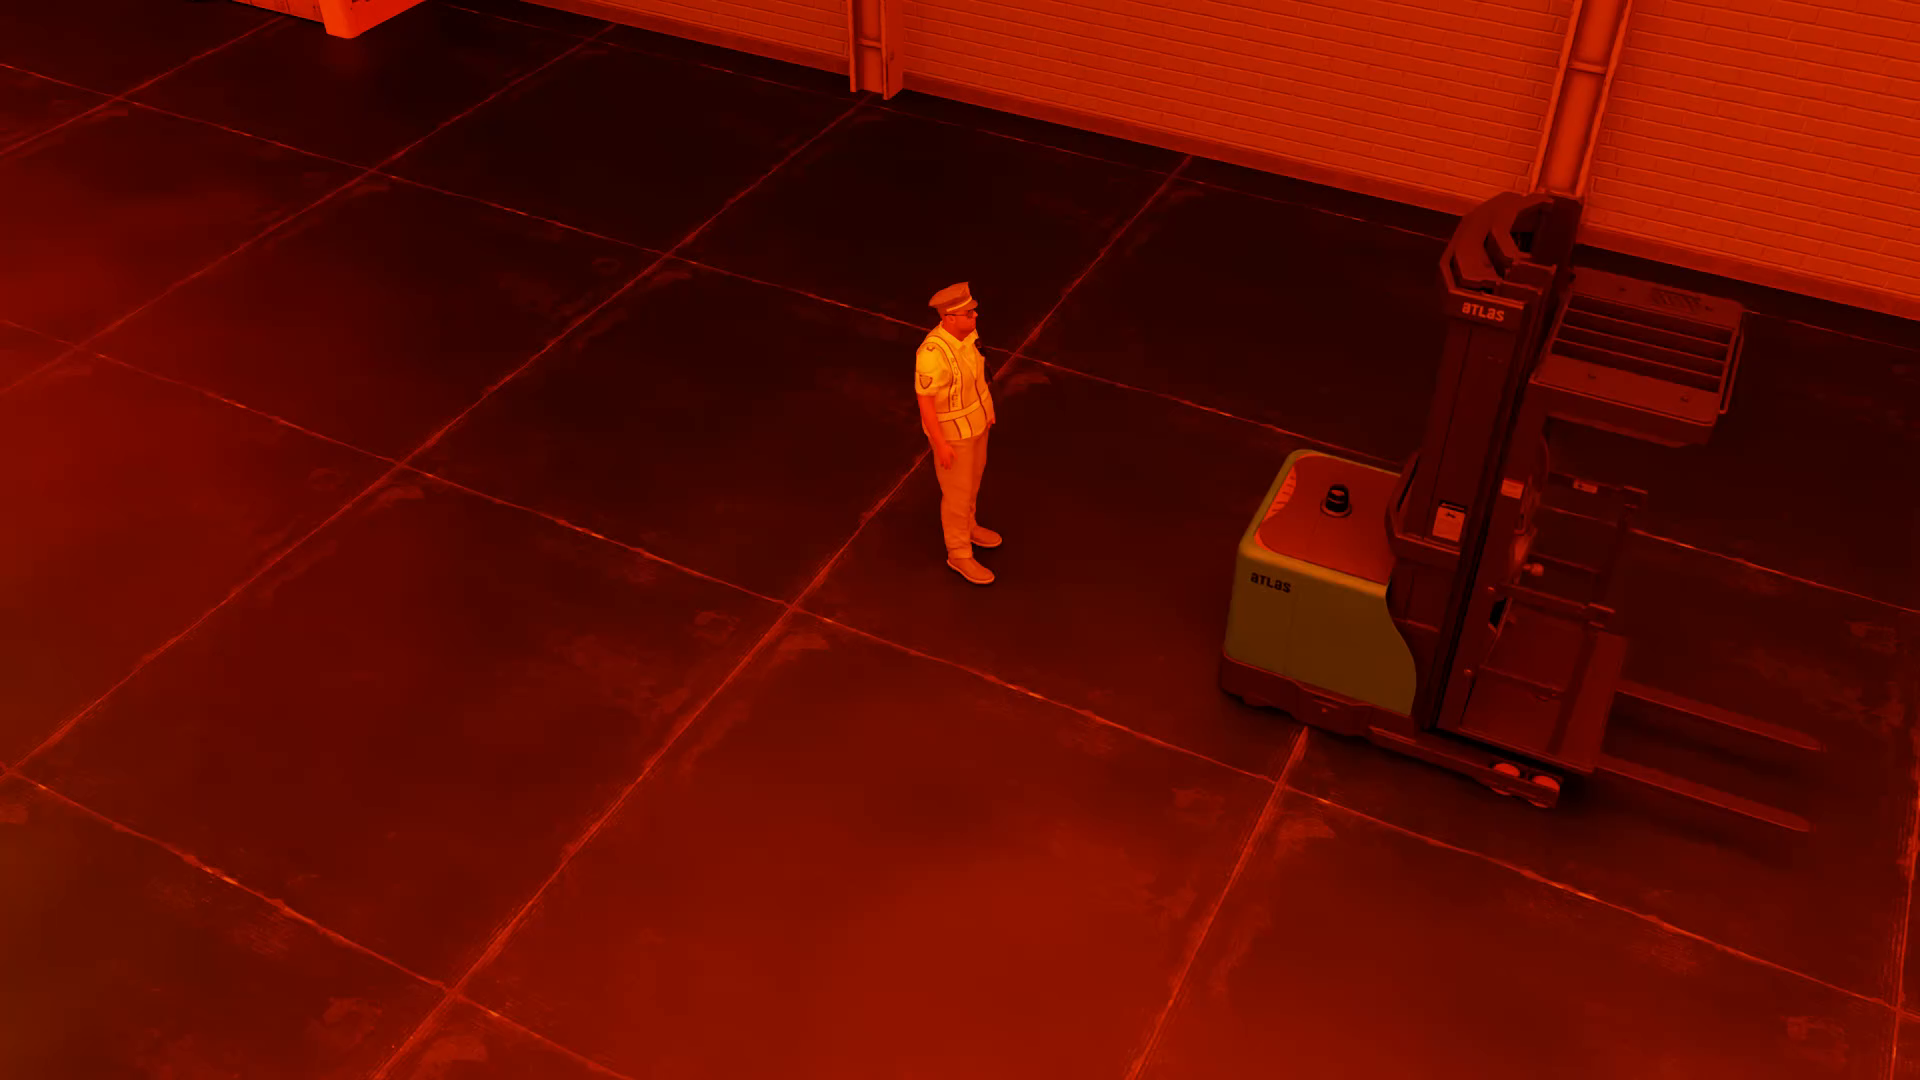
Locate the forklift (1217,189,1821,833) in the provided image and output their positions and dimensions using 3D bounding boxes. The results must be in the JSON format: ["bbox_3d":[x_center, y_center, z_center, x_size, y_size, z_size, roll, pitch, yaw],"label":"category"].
[{"bbox_3d":[2.981,-0.130,8.141,3.031,2.935,1.130,17,43,20],"label":"forklift"}]

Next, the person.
[{"bbox_3d":[0.063,-0.657,9.647,0.575,1.781,0.639,18,43,21],"label":"person"}]
